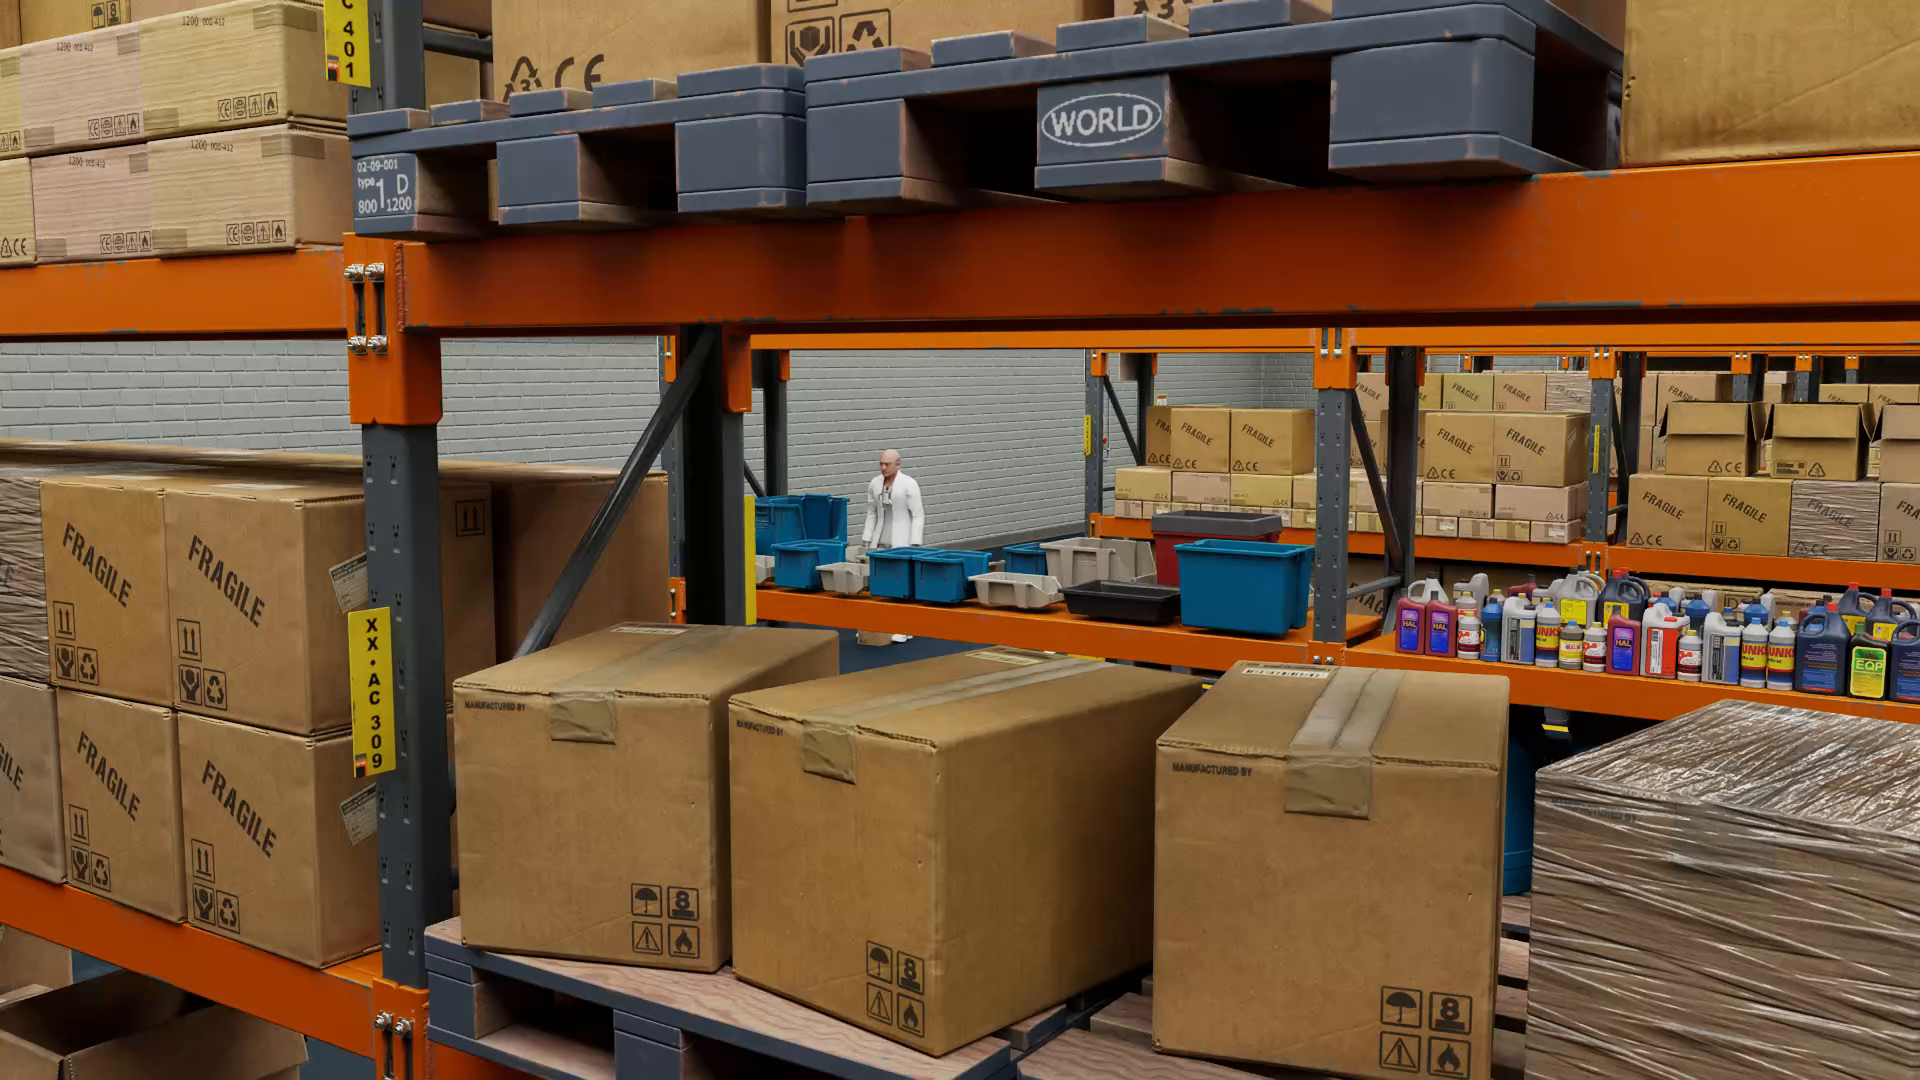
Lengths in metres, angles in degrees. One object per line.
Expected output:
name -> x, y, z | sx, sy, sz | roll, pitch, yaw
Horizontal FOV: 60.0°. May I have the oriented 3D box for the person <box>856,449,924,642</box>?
person -> -0.627, 0.043, 15.361 | 0.652, 1.774, 0.416 | 4, 7, 32
